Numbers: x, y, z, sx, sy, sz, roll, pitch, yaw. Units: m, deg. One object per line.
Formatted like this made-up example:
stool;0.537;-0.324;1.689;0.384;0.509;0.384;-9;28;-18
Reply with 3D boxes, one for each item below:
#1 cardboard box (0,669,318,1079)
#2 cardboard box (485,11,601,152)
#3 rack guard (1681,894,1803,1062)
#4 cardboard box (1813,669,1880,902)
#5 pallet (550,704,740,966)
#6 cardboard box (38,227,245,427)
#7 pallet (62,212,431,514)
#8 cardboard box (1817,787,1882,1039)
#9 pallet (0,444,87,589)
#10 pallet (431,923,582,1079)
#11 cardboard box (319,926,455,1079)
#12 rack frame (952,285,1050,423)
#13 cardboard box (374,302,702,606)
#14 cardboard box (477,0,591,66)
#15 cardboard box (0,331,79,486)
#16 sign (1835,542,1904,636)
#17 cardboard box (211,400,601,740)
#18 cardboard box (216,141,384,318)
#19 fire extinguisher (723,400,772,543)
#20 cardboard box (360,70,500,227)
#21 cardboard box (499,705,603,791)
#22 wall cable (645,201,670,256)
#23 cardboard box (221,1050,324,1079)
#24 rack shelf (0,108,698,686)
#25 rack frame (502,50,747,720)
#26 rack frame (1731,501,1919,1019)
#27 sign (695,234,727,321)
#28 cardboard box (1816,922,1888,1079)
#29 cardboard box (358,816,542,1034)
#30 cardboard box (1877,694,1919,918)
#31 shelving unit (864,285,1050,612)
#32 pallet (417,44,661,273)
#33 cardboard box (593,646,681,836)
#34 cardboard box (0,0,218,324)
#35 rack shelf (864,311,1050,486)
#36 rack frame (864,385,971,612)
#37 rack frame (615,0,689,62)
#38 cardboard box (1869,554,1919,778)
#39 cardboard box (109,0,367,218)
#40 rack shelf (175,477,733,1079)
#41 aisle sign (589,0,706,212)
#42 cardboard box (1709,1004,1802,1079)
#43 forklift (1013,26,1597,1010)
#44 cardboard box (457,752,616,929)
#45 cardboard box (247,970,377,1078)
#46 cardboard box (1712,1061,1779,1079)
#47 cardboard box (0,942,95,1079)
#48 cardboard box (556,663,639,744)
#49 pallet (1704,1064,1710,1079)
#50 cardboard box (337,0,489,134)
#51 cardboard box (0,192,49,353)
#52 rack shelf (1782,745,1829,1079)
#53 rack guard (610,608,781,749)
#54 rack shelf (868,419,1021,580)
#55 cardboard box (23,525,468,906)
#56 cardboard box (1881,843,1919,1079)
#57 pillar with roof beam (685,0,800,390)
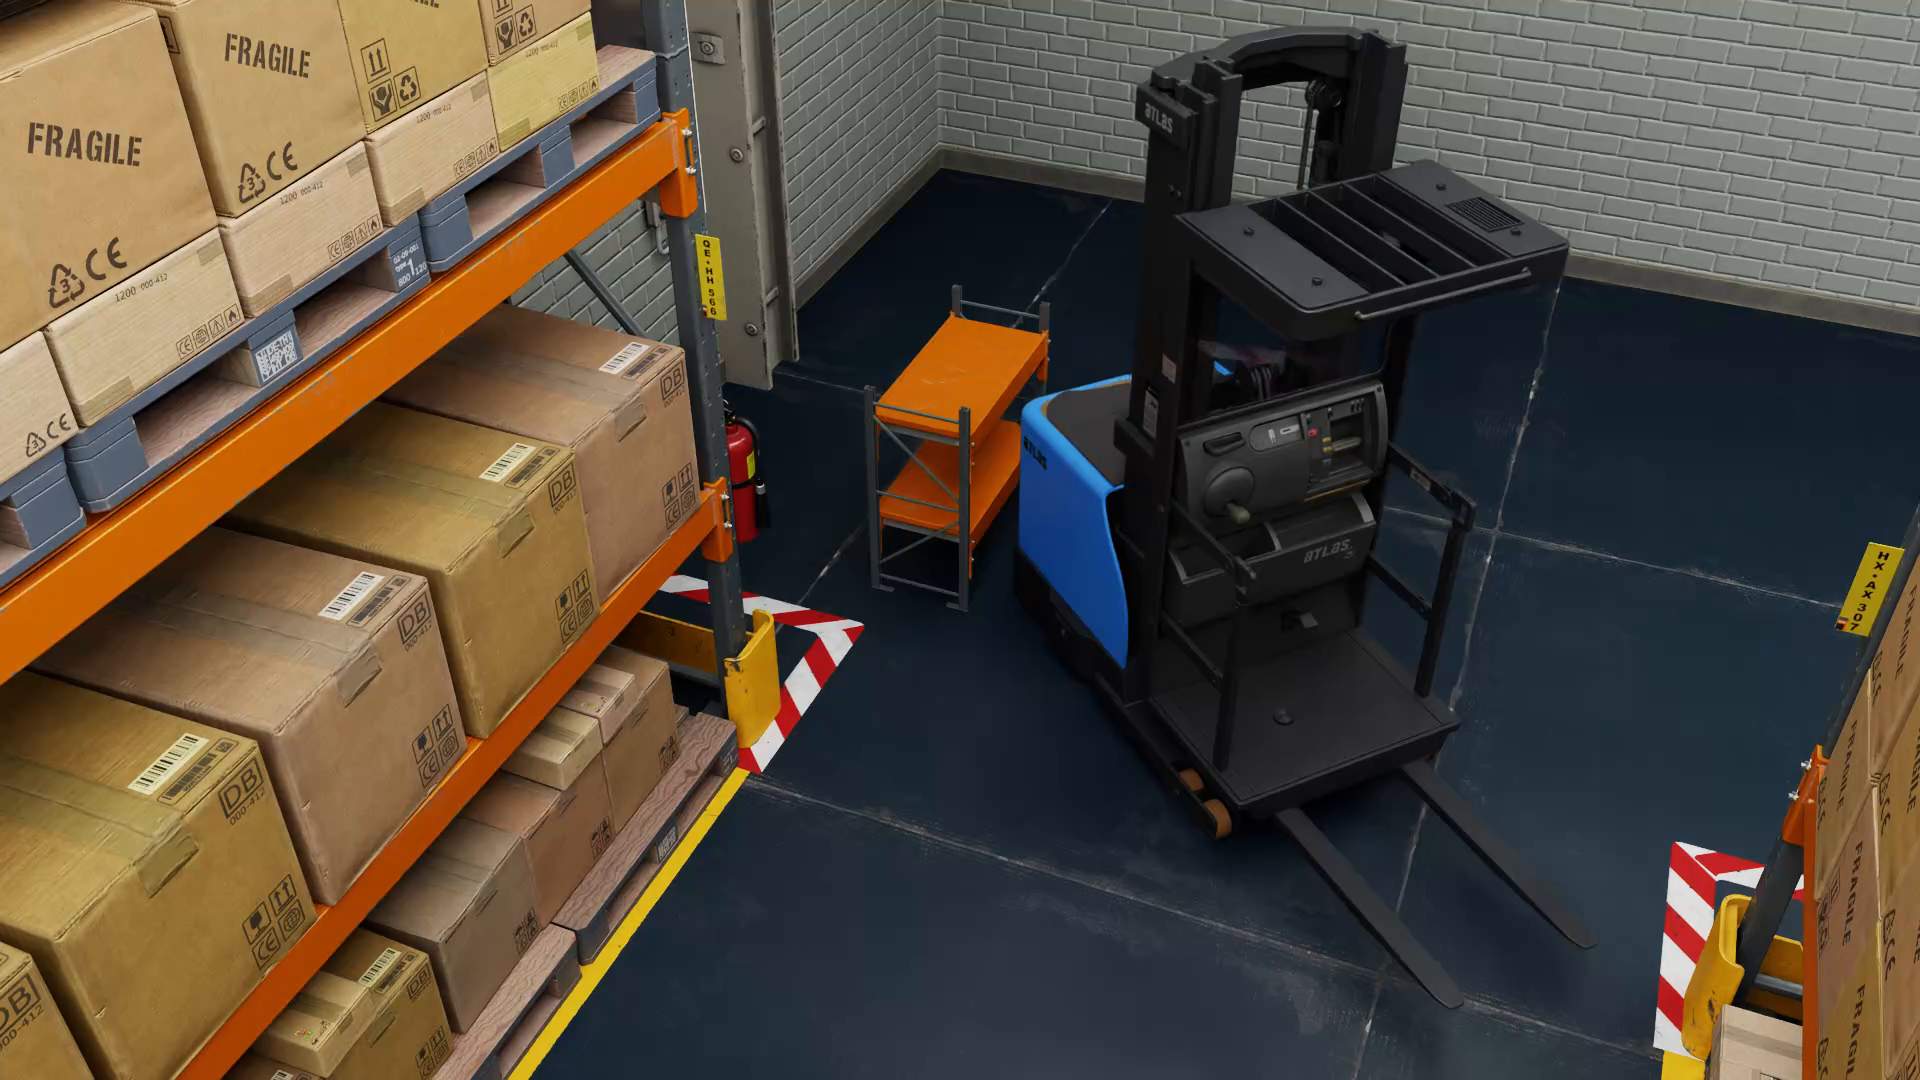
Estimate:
cardboard box;-2.404;0.888;4.407;0.980;0.700;0.700;13;39;17
cardboard box;-1.420;-1.391;4.892;0.500;0.250;0.500;15;39;19
rack guard;3.167;1.663;5.709;1.175;0.500;0.348;14;39;18
cardboard box;2.783;0.765;4.739;0.500;0.500;0.500;15;39;19
pallet;-1.619;1.071;6.743;1.003;0.211;1.213;14;39;18
cardboard box;-2.007;-0.529;3.739;0.500;0.250;0.500;13;39;17
pallet;-2.122;-0.582;4.193;1.003;0.211;1.213;14;39;18
cardboard box;2.592;1.052;4.355;0.500;0.500;0.500;13;39;17
pallet;-2.588;0.091;3.293;1.003;0.211;1.213;14;39;18
pallet;-2.084;1.744;5.842;1.003;0.211;1.213;14;39;18
cardboard box;-2.138;1.589;5.457;0.700;0.500;0.500;15;39;19
rack frame;0.196;-0.736;8.396;0.500;1.125;0.032;14;39;18
cardboard box;-1.572;-0.342;6.054;0.980;0.700;0.700;16;40;20
cardboard box;-1.413;-1.690;4.666;0.500;0.500;0.500;14;39;18
cardboard box;-2.195;-0.243;3.357;0.500;0.250;0.500;13;39;17
sign;2.694;0.149;4.923;0.100;0.325;0.005;14;39;18
cardboard box;-1.838;0.063;5.511;0.980;0.700;0.700;14;39;17
cardboard box;-1.810;-0.813;4.119;0.500;0.250;0.500;13;39;16
fire extinguisher;-0.903;-0.305;6.630;0.296;0.674;0.183;14;39;18
cardboard box;-1.617;-1.102;4.506;0.500;0.250;0.500;12;39;16
cardboard box;-1.538;0.731;6.063;0.380;0.149;0.250;15;39;19
wall cable;-1.774;-1.838;7.457;0.084;1.984;1.851;14;39;18
cardboard box;-2.335;1.873;5.078;0.700;0.500;0.500;13;39;17
rack shelf;-2.148;-0.313;4.360;1.077;0.370;4.000;14;39;18
rack frame;-1.387;-0.507;6.524;1.000;3.000;0.127;14;39;18
rack frame;3.196;0.619;5.017;1.000;3.000;0.127;14;39;18
sign;-0.890;-0.934;5.931;0.100;0.325;0.005;14;39;18
cardboard box;2.398;1.329;3.984;0.500;0.500;0.500;14;39;18
cardboard box;-1.942;1.292;5.854;0.700;0.500;0.500;13;39;16
cardboard box;2.591;0.656;4.050;0.500;0.500;0.500;14;39;18
shelving unit;0.003;-0.454;8.020;0.538;1.125;1.048;14;39;18
pallet;-1.659;-1.260;5.100;1.003;0.211;1.213;14;39;18
cardboard box;-1.561;0.736;6.598;0.700;0.500;0.500;14;39;18
cardboard box;-2.005;-0.834;3.521;0.500;0.500;0.500;14;39;18
rack shelf;0.003;-0.689;7.845;0.538;0.278;1.000;14;39;18
rack frame;-0.191;-0.173;7.643;0.500;1.125;0.032;14;39;18
rack frame;-1.387;-2.910;4.728;1.000;3.000;0.127;14;39;18
cardboard box;2.783;0.365;4.440;0.500;0.500;0.500;15;39;19
cardboard box;-1.804;-1.124;3.909;0.500;0.500;0.500;12;38;16
rack shelf;-2.148;0.889;5.258;1.077;0.370;4.000;14;39;18
aisle sign;-1.082;-1.520;5.708;0.394;0.787;0.004;14;39;18
cardboard box;2.719;1.739;5.534;0.380;0.149;0.250;14;39;18
forklift;1.351;-0.263;6.255;1.130;2.935;3.031;-16;40;-20
cardboard box;-1.751;1.014;6.227;0.700;0.500;0.500;14;39;18
cardboard box;-2.032;1.453;5.097;0.380;0.149;0.250;13;39;16
cardboard box;2.623;1.870;5.343;0.380;0.166;0.250;14;39;18
cardboard box;-2.687;1.291;3.868;0.980;0.700;0.700;14;39;18
cardboard box;-1.441;0.589;6.253;0.380;0.149;0.250;13;39;17
pallet;2.864;2.220;5.205;1.003;0.211;1.213;14;39;18
cardboard box;-1.613;-1.415;4.298;0.500;0.500;0.500;15;39;19
cardboard box;-2.188;-0.559;3.153;0.500;0.500;0.500;13;39;17
rack shelf;2.435;2.015;3.751;1.077;0.370;4.000;14;39;18
rack guard;-1.378;0.481;7.290;1.175;0.500;0.348;14;39;18
rack shelf;0.003;-0.258;8.166;0.538;0.278;1.000;14;39;18
cardboard box;-2.137;0.483;4.949;0.980;0.700;0.700;12;38;16
cardboard box;2.396;0.932;3.681;0.500;0.500;0.500;14;39;18
pillar with roof beam;2.822;-3.621;5.680;9.100;9.000;0.400;14;39;18
